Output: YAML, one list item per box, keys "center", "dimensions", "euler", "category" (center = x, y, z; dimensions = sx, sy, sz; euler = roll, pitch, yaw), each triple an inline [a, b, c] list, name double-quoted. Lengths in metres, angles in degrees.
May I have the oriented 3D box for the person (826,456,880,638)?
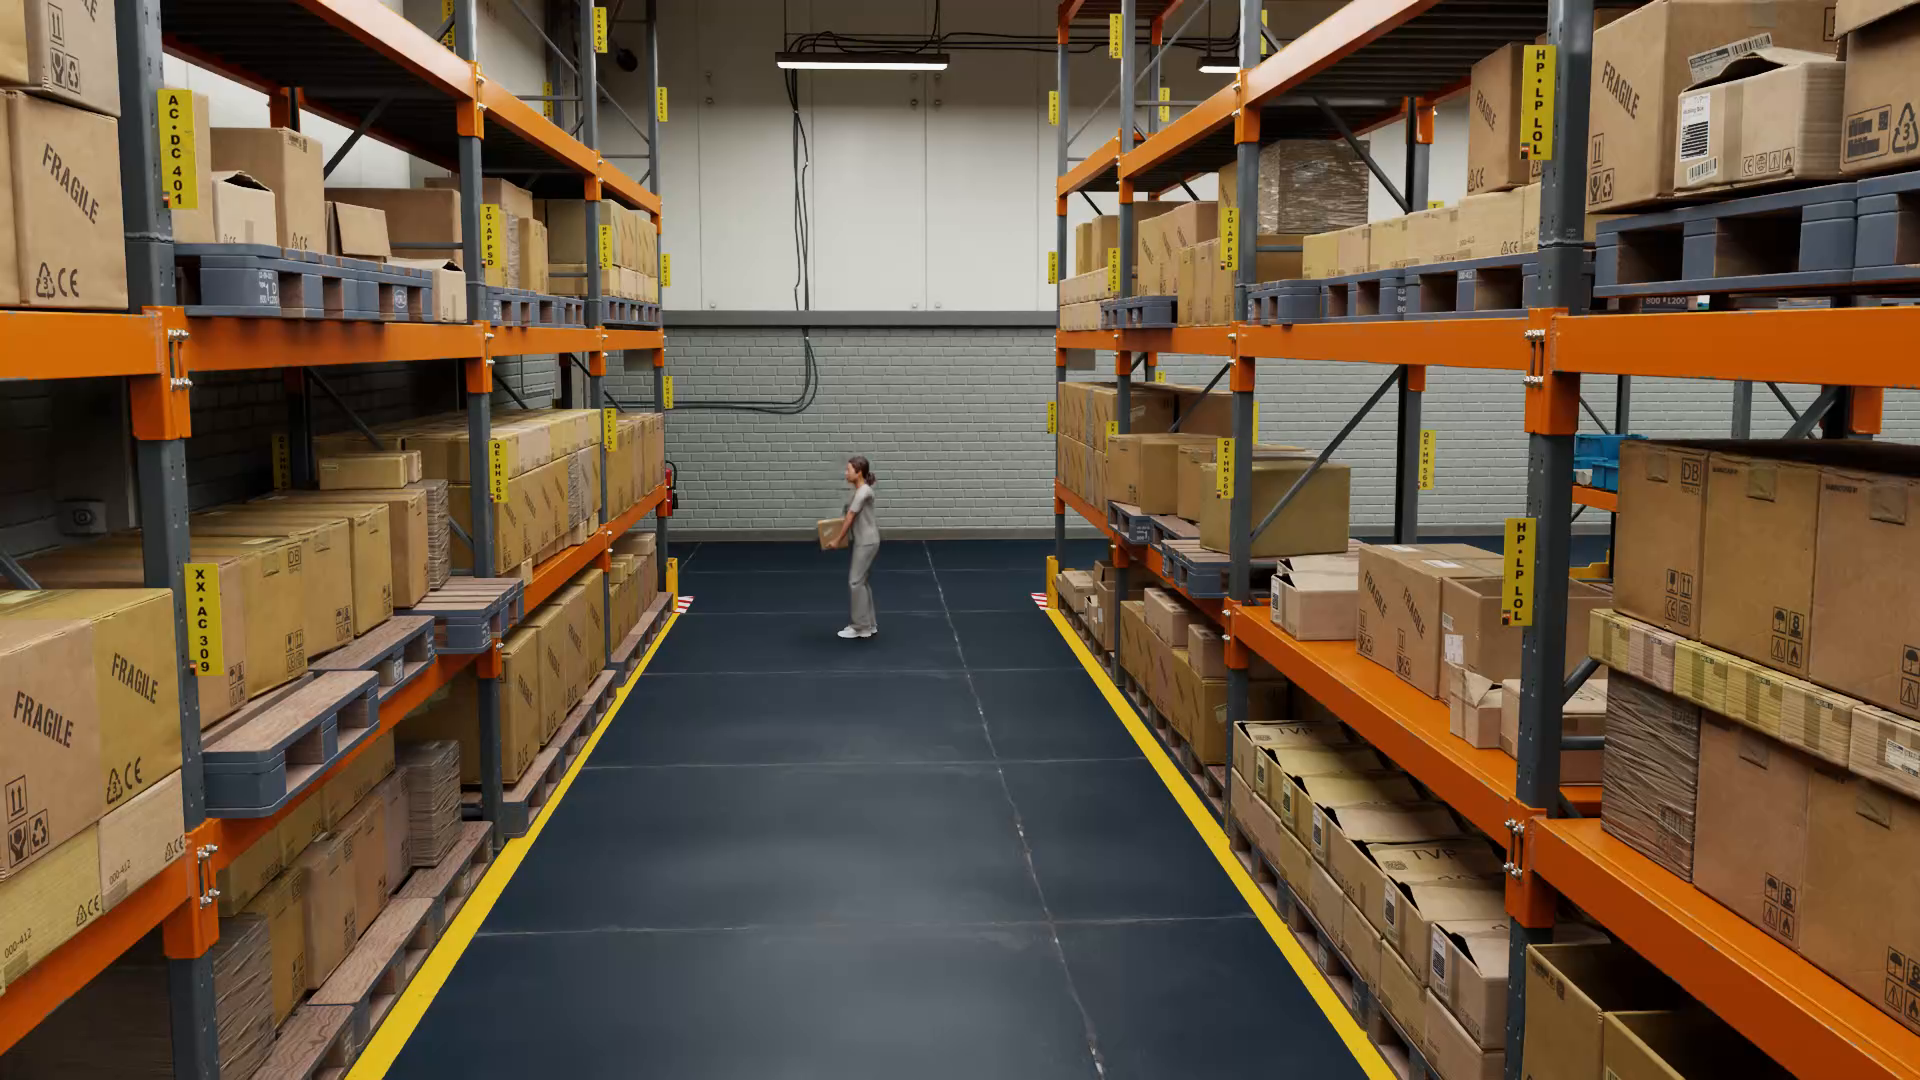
- center: [-0.984, 0.063, 15.300]
  dimensions: [0.505, 1.666, 0.411]
  euler: [-1, 7, -5]
  category: "person"
